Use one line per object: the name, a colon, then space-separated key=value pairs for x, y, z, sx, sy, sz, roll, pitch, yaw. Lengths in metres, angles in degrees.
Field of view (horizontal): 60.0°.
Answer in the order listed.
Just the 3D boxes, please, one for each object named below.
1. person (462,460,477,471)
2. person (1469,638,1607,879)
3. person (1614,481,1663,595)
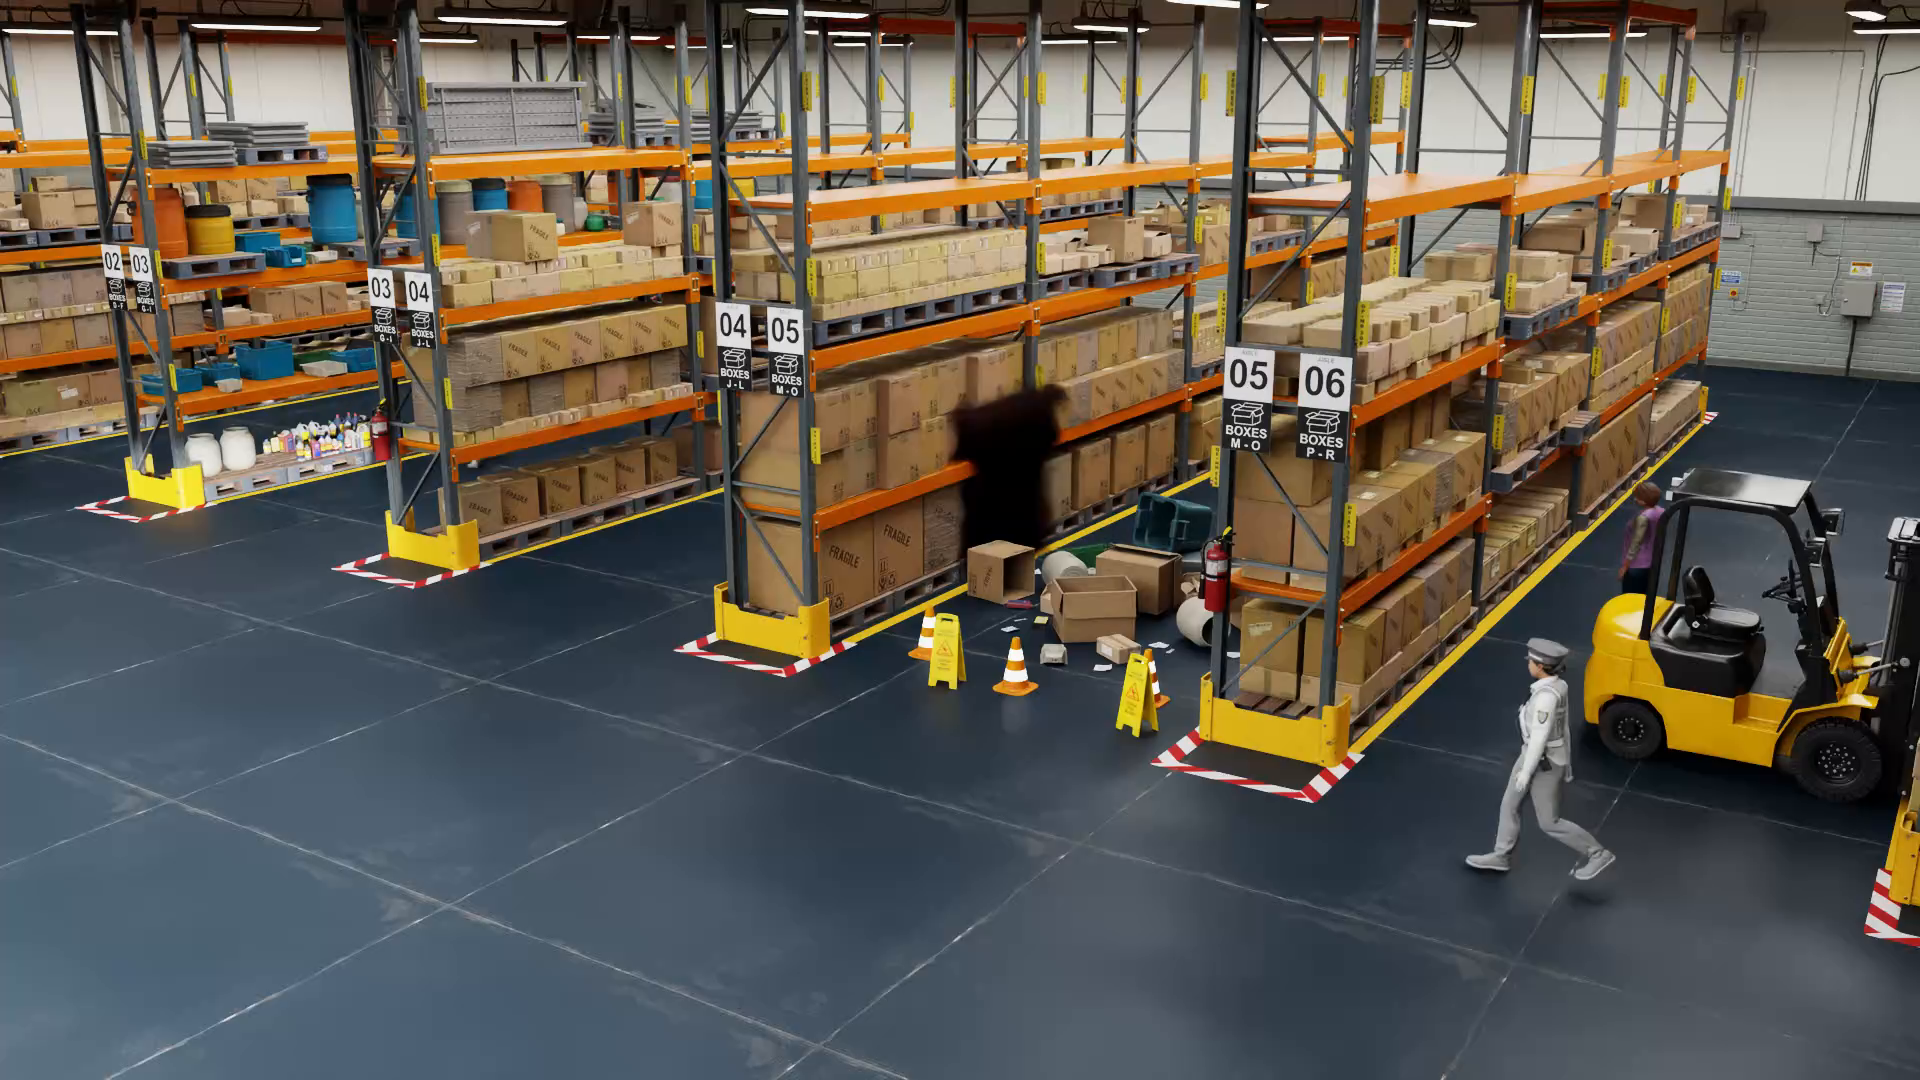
person: x=-6.671 y=-1.843 z=22.633 sx=0.552 sy=1.717 sz=1.066 roll=3 pitch=16 yaw=12
person: x=3.833 y=1.467 z=10.863 sx=0.822 sy=1.650 sz=0.456 roll=3 pitch=16 yaw=9
person: x=6.268 y=0.248 z=15.465 sx=0.481 sy=1.563 sz=0.471 roll=-5 pitch=16 yaw=-19
